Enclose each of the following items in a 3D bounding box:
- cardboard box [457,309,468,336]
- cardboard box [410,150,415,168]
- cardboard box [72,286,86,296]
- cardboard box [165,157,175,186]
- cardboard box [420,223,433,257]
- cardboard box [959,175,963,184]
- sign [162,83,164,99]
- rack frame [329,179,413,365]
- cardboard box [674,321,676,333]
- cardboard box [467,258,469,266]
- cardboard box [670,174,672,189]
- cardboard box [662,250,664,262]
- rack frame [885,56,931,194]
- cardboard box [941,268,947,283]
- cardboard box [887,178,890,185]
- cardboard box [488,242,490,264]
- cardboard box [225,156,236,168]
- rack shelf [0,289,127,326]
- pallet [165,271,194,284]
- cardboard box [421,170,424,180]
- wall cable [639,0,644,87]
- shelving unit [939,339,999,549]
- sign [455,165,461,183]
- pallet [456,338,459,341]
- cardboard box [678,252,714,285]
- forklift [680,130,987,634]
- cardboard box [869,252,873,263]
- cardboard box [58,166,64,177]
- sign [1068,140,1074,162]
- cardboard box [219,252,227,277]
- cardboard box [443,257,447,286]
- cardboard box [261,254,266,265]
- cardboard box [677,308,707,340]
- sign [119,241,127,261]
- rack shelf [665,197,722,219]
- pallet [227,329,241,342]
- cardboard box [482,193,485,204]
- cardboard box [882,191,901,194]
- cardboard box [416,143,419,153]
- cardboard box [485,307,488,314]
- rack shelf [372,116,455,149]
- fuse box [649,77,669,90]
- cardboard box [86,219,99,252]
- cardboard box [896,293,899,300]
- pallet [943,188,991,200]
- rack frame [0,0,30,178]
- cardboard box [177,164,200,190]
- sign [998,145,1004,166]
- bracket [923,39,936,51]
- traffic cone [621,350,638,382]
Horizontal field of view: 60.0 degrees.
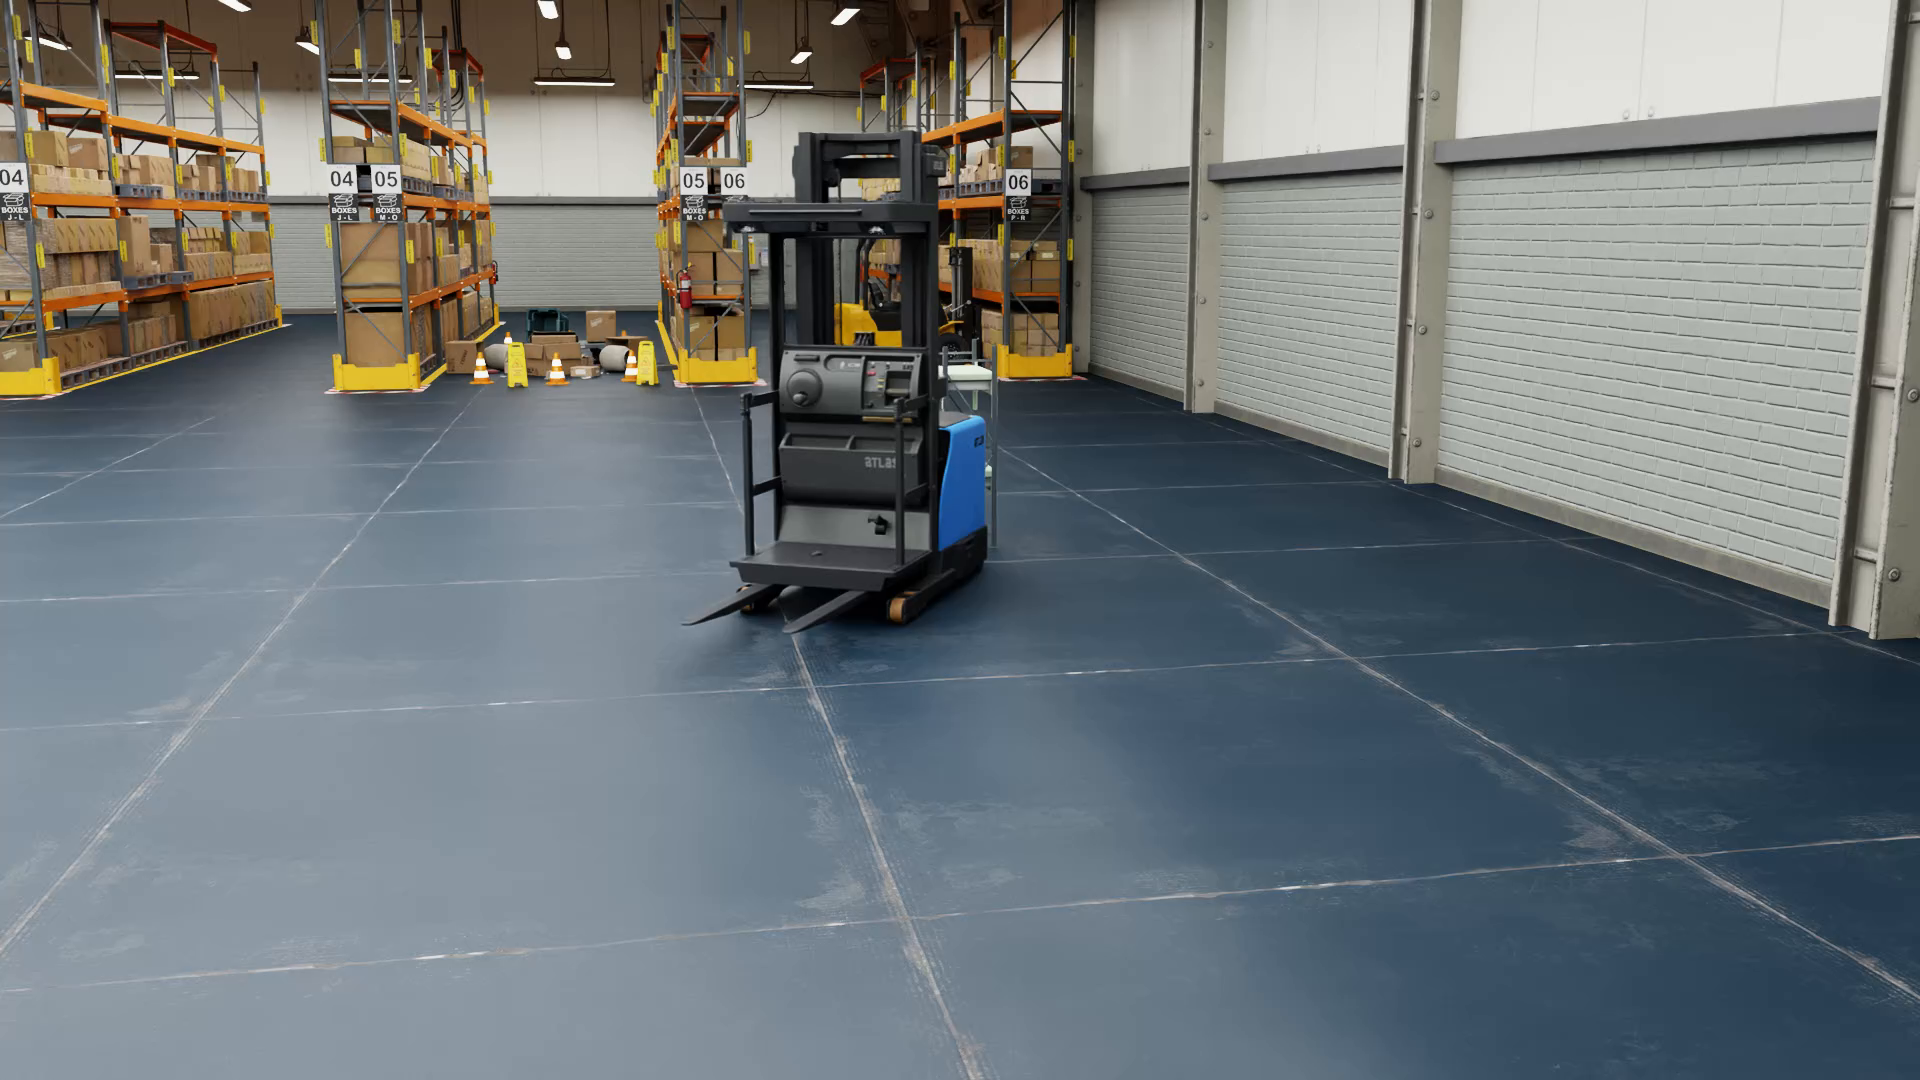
[{"bbox_3d":[-9.970,-4.283,32.739,0.500,0.500,0.500,-3,11,-13],"label":"cardboard box"},{"bbox_3d":[-8.567,-5.783,25.252,0.500,0.250,0.500,-2,11,-11],"label":"cardboard box"},{"bbox_3d":[-13.429,-3.753,25.063,0.380,0.149,0.250,-2,11,-11],"label":"cardboard box"},{"bbox_3d":[-14.629,-6.694,30.215,0.500,0.500,0.500,-2,11,-10],"label":"cardboard box"},{"bbox_3d":[-9.045,-4.871,26.975,0.875,0.550,0.550,-2,11,-11],"label":"cardboard box"},{"bbox_3d":[0.189,-6.324,29.159,0.380,0.149,0.250,-2,11,-10],"label":"cardboard box"},{"bbox_3d":[-16.294,-9.206,34.073,0.100,0.325,0.005,-2,11,-11],"label":"sign"},{"bbox_3d":[-8.526,-3.698,24.105,1.000,3.000,0.127,-2,11,-11],"label":"rack frame"},{"bbox_3d":[-4.853,-3.901,31.076,0.950,0.372,0.625,-2,11,-9],"label":"cardboard box"},{"bbox_3d":[-10.491,-5.823,34.817,0.380,0.149,0.250,-2,11,-11],"label":"cardboard box"},{"bbox_3d":[-4.651,-6.086,28.232,0.500,0.250,0.500,-2,11,-12],"label":"cardboard box"},{"bbox_3d":[-6.215,-6.179,36.201,0.500,0.250,0.500,-2,11,-13],"label":"cardboard box"},{"bbox_3d":[-1.156,-9.226,37.103,1.000,3.000,0.127,-2,11,-11],"label":"rack frame"},{"bbox_3d":[-0.058,-4.913,30.888,0.500,0.250,0.500,-2,11,-11],"label":"cardboard box"},{"bbox_3d":[-1.399,-7.866,36.463,0.380,0.149,0.250,-2,11,-12],"label":"cardboard box"},{"bbox_3d":[-11.203,-6.660,38.605,0.500,0.500,0.500,-2,11,-12],"label":"cardboard box"},{"bbox_3d":[-16.140,-8.247,36.316,0.500,0.250,0.500,-2,11,-13],"label":"cardboard box"},{"bbox_3d":[-13.800,-3.550,25.250,1.077,0.370,4.000,-2,11,-11],"label":"rack shelf"},{"bbox_3d":[-14.724,-4.783,30.316,1.213,0.211,1.003,-2,11,-11],"label":"pallet"},{"bbox_3d":[-8.722,-5.796,26.386,0.380,0.149,0.250,-2,11,-10],"label":"cardboard box"},{"bbox_3d":[-9.703,-13.702,44.573,2.355,3.000,0.029,-2,11,-11],"label":"wall cable"},{"bbox_3d":[0.001,-0.736,12.550,0.431,1.500,0.755,-2,11,-11],"label":"shelving unit"},{"bbox_3d":[-9.536,-6.951,31.576,0.100,0.325,0.005,-2,11,-11],"label":"sign"},{"bbox_3d":[-10.003,-3.649,31.301,1.003,0.211,1.213,-2,11,-11],"label":"pallet"},{"bbox_3d":[-4.066,-4.182,25.582,0.500,0.500,0.500,-2,11,-12],"label":"cardboard box"},{"bbox_3d":[-0.749,-1.014,10.185,1.130,2.935,3.031,3,11,18],"label":"forklift"},{"bbox_3d":[-1.910,-6.807,40.042,0.500,0.250,0.500,-2,11,-12],"label":"cardboard box"},{"bbox_3d":[-13.457,-5.431,24.521,0.380,0.149,0.250,-3,11,-14],"label":"cardboard box"},{"bbox_3d":[1.723,-6.039,25.831,0.100,0.325,0.005,-2,11,-11],"label":"sign"},{"bbox_3d":[-15.297,-5.620,33.932,0.500,0.500,0.500,-2,11,-9],"label":"cardboard box"},{"bbox_3d":[-9.241,-4.680,28.995,0.500,0.500,0.500,-2,11,-11],"label":"cardboard box"},{"bbox_3d":[-16.070,-6.371,37.754,0.500,0.250,0.500,-2,11,-12],"label":"cardboard box"},{"bbox_3d":[-4.503,-3.639,28.017,0.500,0.500,0.500,-2,11,-9],"label":"cardboard box"},{"bbox_3d":[-13.658,-4.717,27.140,0.100,0.325,0.005,-2,11,-11],"label":"sign"},{"bbox_3d":[-4.857,-6.118,30.717,1.077,0.370,4.000,-2,11,-11],"label":"rack shelf"},{"bbox_3d":[-15.521,-4.229,34.350,1.003,0.211,1.213,-2,11,-11],"label":"pallet"},{"bbox_3d":[-10.978,-7.677,37.390,0.500,0.250,0.500,-2,11,-8],"label":"cardboard box"},{"bbox_3d":[-1.496,-7.904,37.787,0.500,0.250,0.500,-2,11,-11],"label":"cardboard box"},{"bbox_3d":[-8.625,-6.095,25.825,0.380,0.149,0.250,-2,11,-10],"label":"cardboard box"},{"bbox_3d":[-10.927,-5.212,37.761,0.380,0.149,0.250,-2,11,-10],"label":"cardboard box"},{"bbox_3d":[-9.693,-7.196,29.431,1.077,0.370,4.000,-2,11,-11],"label":"rack shelf"},{"bbox_3d":[-8.165,-12.370,45.061,0.513,0.334,0.176,-2,11,-11],"label":"fuse box"},{"bbox_3d":[-13.637,-4.701,25.634,0.500,0.500,0.500,-2,11,-11],"label":"cardboard box"},{"bbox_3d":[-1.218,-5.453,37.149,0.380,0.149,0.250,-2,11,-13],"label":"cardboard box"},{"bbox_3d":[0.216,-6.353,30.540,0.805,0.209,1.217,-3,11,-13],"label":"pallet"},{"bbox_3d":[-13.411,-6.484,22.694,1.000,3.000,0.127,-2,11,-11],"label":"rack frame"},{"bbox_3d":[-15.385,-7.108,32.599,0.797,0.503,0.637,-2,11,-12],"label":"cardboard box"},{"bbox_3d":[0.643,-5.931,25.654,0.100,0.325,0.005,-2,11,-11],"label":"sign"},{"bbox_3d":[-0.675,-11.066,37.142,0.235,0.232,0.430,-2,11,-11],"label":"bracket"},{"bbox_3d":[-5.039,-2.683,25.554,0.336,0.463,0.334,-2,11,-11],"label":"traffic cone"}]
